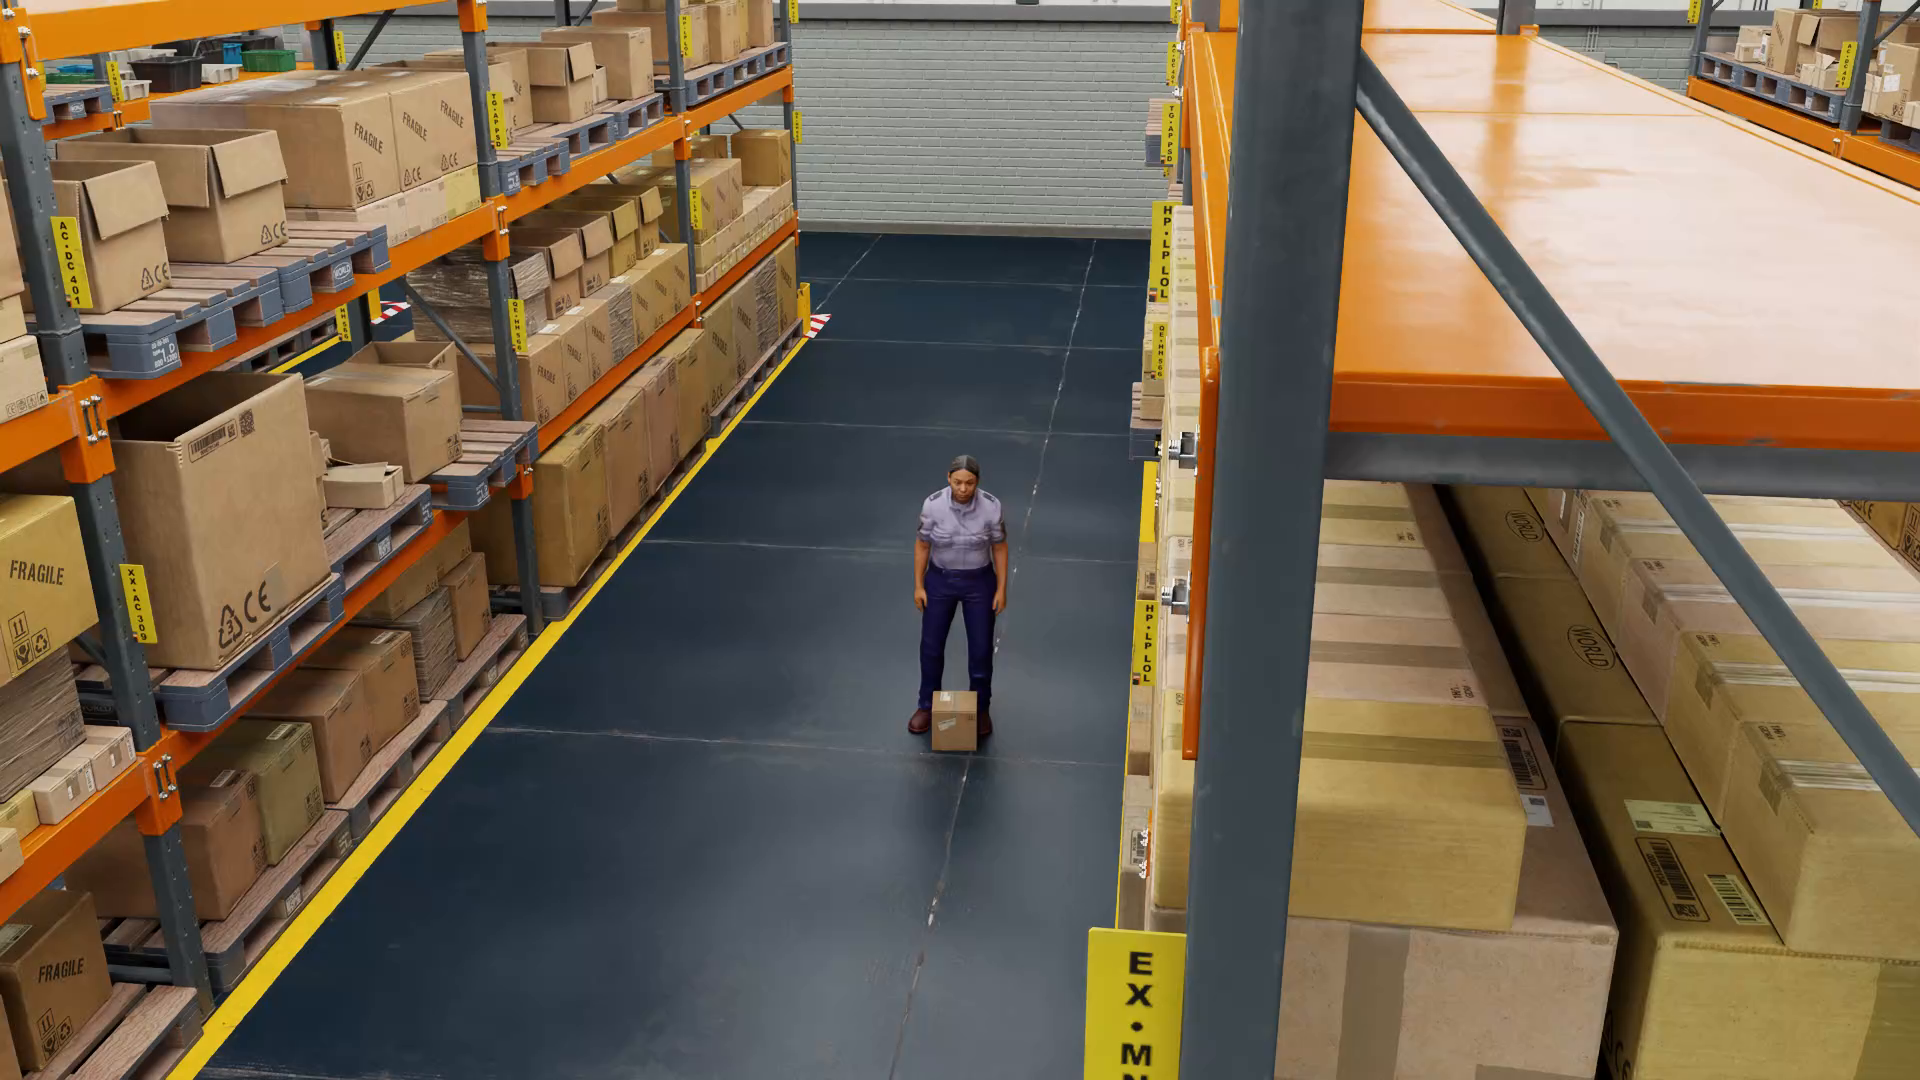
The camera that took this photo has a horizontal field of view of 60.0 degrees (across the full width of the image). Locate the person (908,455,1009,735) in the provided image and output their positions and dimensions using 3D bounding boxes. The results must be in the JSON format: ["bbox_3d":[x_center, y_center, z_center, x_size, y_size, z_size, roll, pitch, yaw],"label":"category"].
[{"bbox_3d":[-0.012,0.296,9.370,0.565,1.626,0.373,1,21,3],"label":"person"}]
